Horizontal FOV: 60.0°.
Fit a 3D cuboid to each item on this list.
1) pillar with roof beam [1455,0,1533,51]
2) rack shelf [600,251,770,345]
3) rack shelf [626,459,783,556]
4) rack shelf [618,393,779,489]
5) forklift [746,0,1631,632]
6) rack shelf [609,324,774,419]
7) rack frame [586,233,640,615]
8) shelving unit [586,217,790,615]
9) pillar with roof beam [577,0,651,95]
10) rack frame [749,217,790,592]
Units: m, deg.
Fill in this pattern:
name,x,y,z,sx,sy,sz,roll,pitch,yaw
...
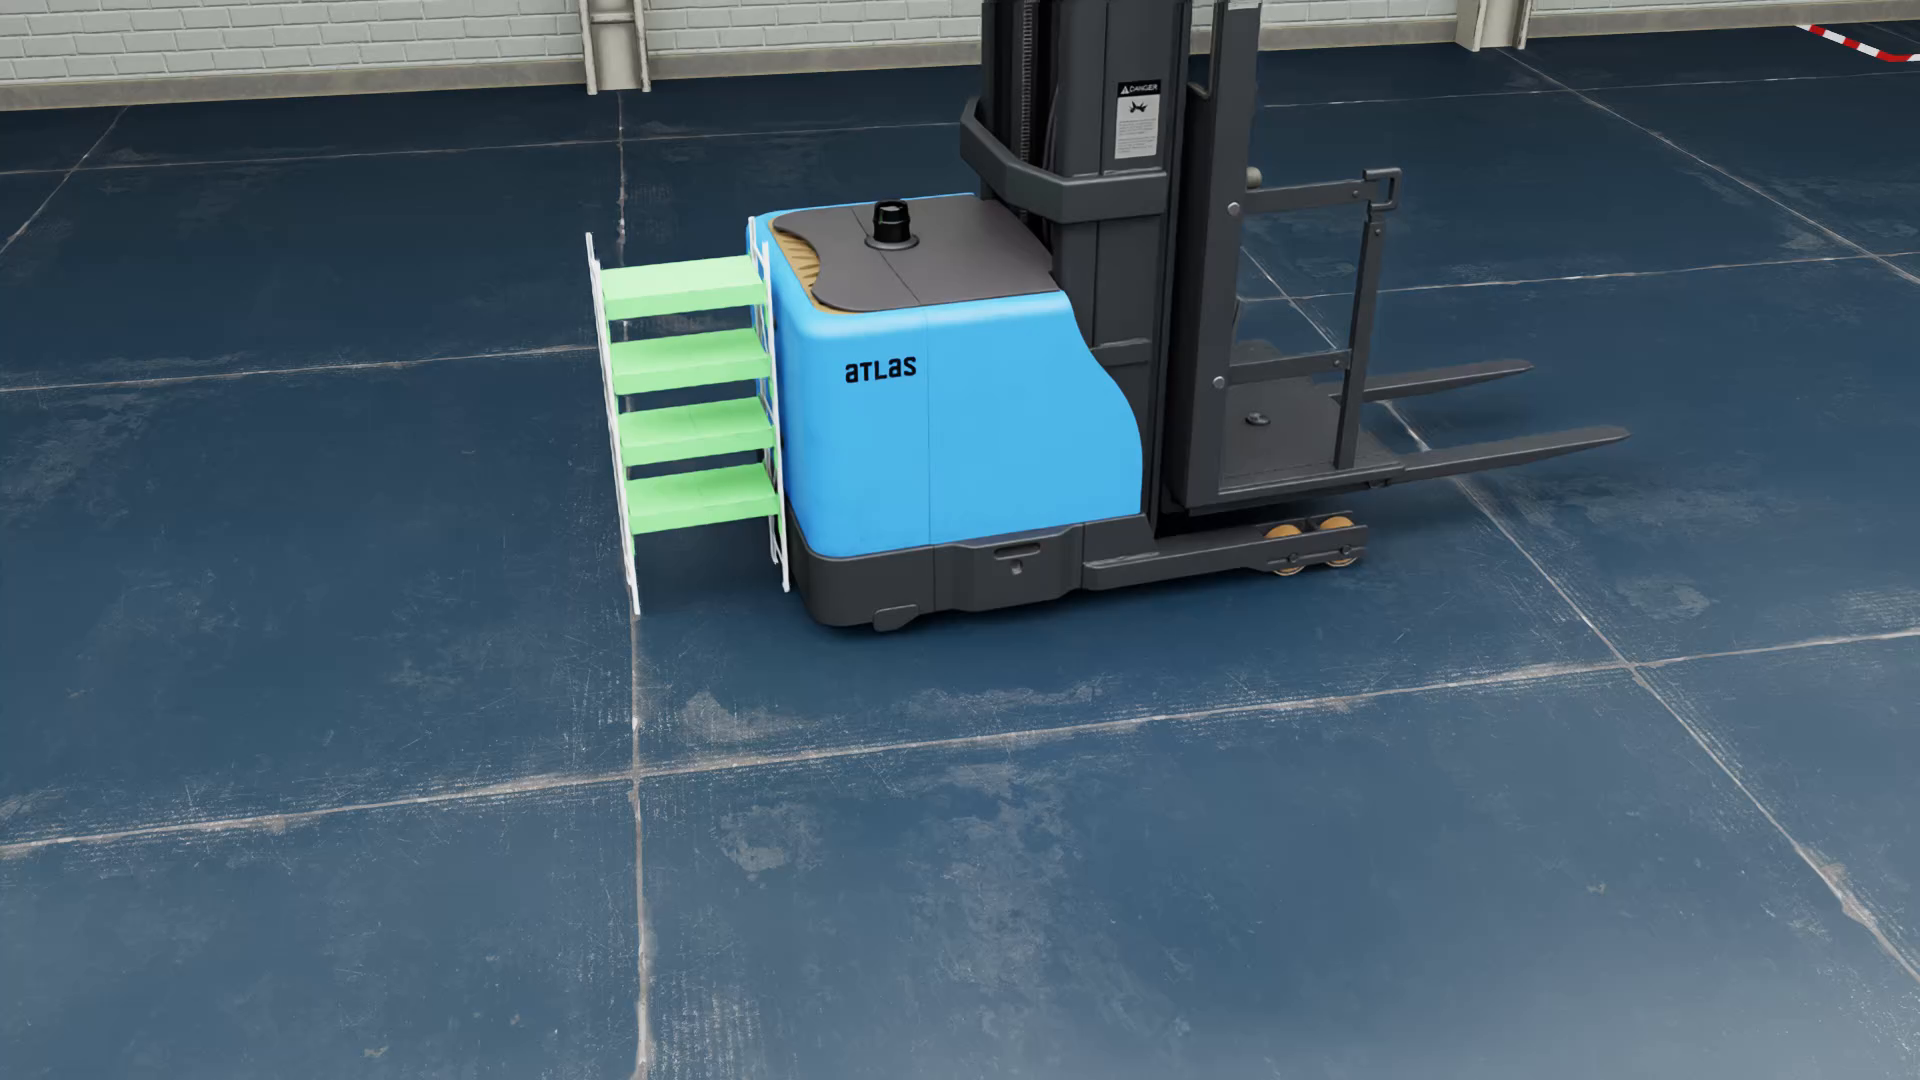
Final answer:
name,x,y,z,sx,sy,sz,roll,pitch,yaw
pillar with roof beam,4.482,-5.205,5.723,0.400,9.000,9.100,-5,31,-9
rack shelf,-0.835,-0.729,4.985,0.480,0.148,0.258,-9,32,-14
rack shelf,-0.835,-0.108,5.350,0.480,0.148,0.258,-9,32,-14
rack shelf,-0.835,-0.315,5.228,0.480,0.148,0.258,-9,32,-14
forklift,0.860,-1.393,5.227,3.031,2.935,1.130,-9,32,-14
rack shelf,-0.835,-0.522,5.107,0.480,0.148,0.258,-9,32,-14
rack frame,-1.069,-0.335,5.136,0.015,1.200,0.240,-9,32,-14
shelving unit,-0.835,-0.370,5.196,0.503,1.200,0.258,-9,32,-14
pillar with roof beam,-1.420,-4.657,4.792,0.400,9.000,9.100,-5,31,-9
rack frame,-0.601,-0.405,5.256,0.015,1.200,0.240,-9,32,-14
